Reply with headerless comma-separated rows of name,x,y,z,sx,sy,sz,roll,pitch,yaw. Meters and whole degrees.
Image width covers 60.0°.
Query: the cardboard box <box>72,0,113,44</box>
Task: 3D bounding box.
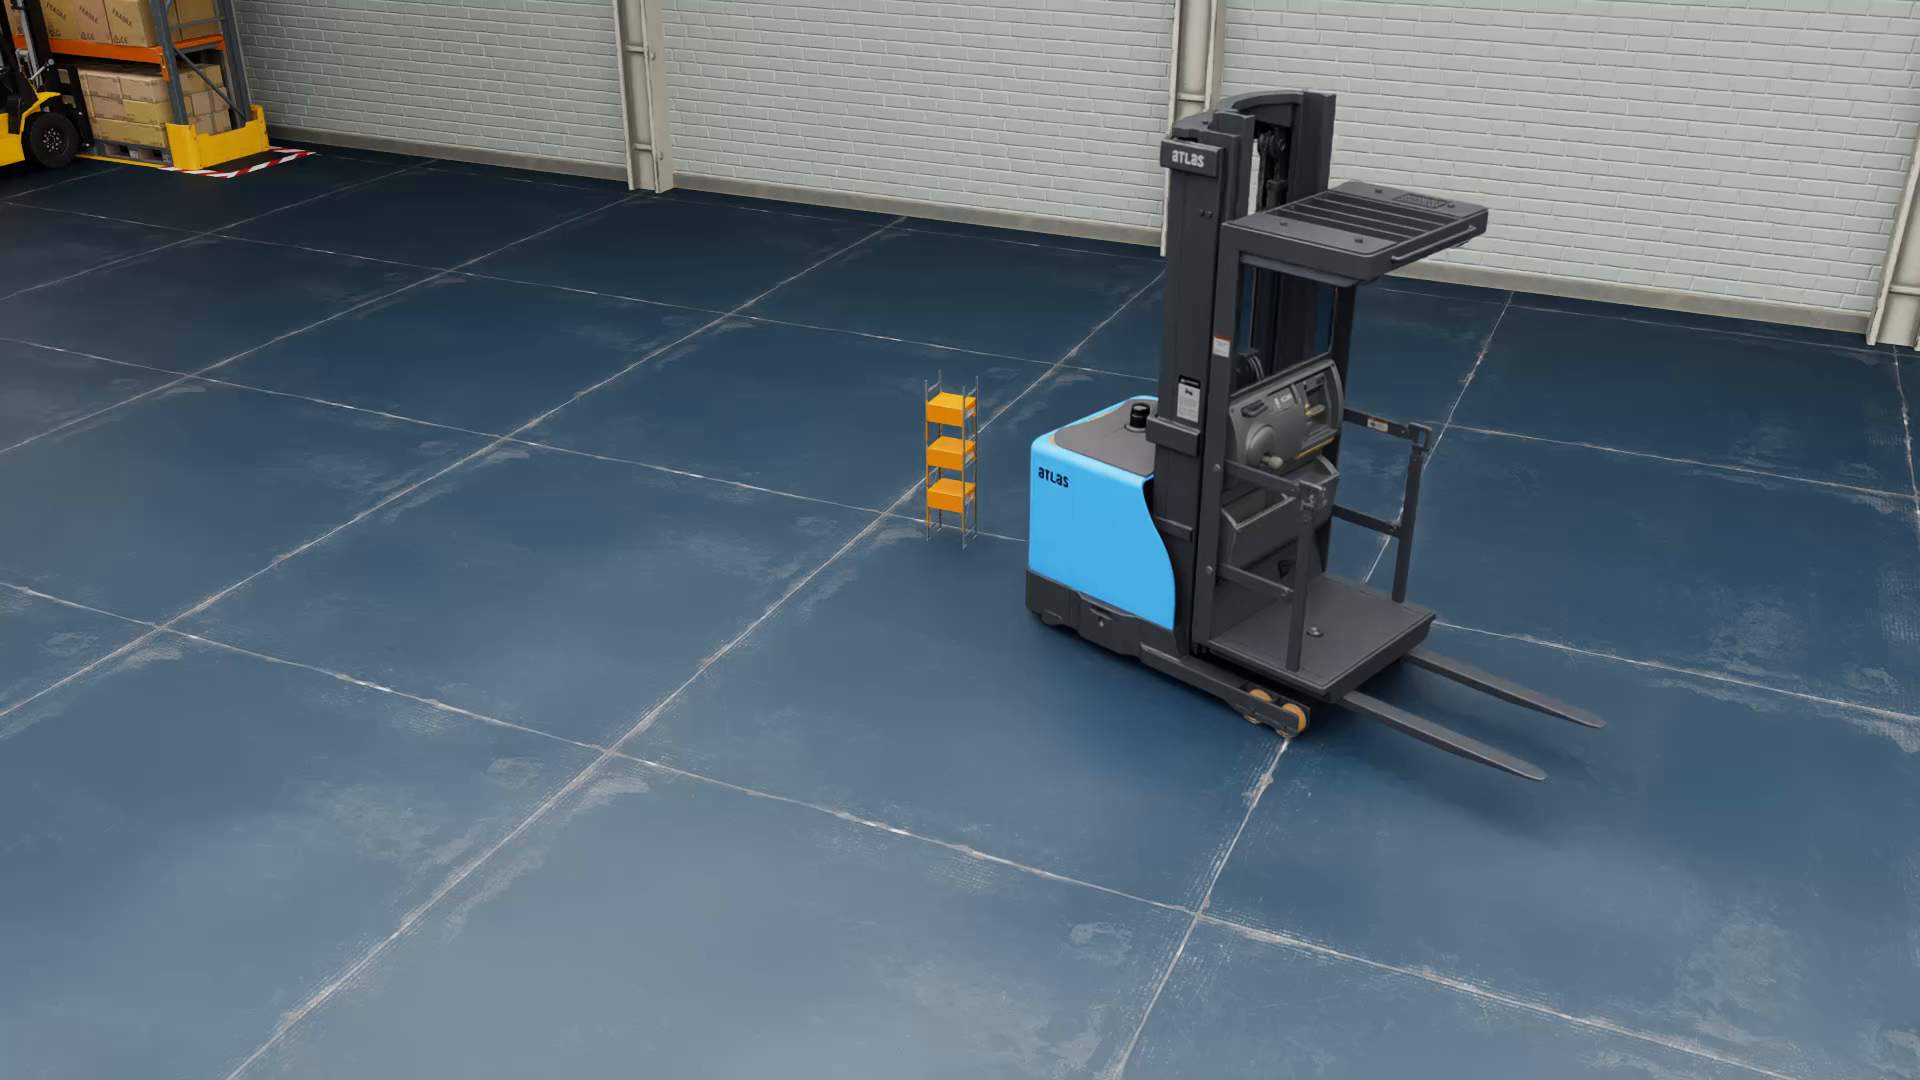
cardboard box,-9.557,-5.887,18.699,0.500,0.500,0.500,12,29,23

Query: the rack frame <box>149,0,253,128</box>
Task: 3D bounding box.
rack frame,-8.531,-5.760,18.553,0.127,3.000,1.000,11,28,22

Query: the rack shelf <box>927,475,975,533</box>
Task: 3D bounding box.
rack shelf,-0.049,-0.222,10.165,0.240,0.259,0.215,11,28,22

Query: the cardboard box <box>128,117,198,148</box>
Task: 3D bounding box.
cardboard box,-9.090,-4.673,18.984,0.500,0.250,0.500,12,28,22

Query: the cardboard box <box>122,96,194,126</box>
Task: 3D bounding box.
cardboard box,-9.104,-4.902,18.882,0.500,0.250,0.500,11,28,21

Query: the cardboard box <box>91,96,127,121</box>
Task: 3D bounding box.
cardboard box,-9.556,-4.998,19.077,0.500,0.250,0.500,11,28,21

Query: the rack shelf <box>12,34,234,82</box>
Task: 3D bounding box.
rack shelf,-10.352,-5.803,19.454,4.000,0.370,1.077,11,28,22

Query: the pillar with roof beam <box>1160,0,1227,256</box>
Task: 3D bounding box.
pillar with roof beam,0.349,-5.016,10.250,0.400,9.000,9.100,11,28,22

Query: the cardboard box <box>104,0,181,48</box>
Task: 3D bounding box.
cardboard box,-9.088,-5.789,18.499,0.500,0.500,0.500,11,28,21

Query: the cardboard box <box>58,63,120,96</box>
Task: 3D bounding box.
cardboard box,-10.010,-5.301,19.127,0.500,0.250,0.500,12,29,22

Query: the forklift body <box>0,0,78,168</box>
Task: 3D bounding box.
forklift body,-11.013,-4.992,17.954,1.214,2.155,2.313,11,28,22

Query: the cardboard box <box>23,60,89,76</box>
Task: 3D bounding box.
cardboard box,-10.469,-5.397,19.321,0.500,0.250,0.500,11,28,21

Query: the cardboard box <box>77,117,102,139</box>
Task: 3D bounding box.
cardboard box,-9.990,-4.863,19.369,0.500,0.250,0.500,12,29,22

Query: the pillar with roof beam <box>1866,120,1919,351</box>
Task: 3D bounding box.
pillar with roof beam,5.811,-3.919,8.022,0.400,9.000,9.100,11,28,22

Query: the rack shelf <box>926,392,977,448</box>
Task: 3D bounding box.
rack shelf,-0.049,-0.726,9.917,0.240,0.259,0.215,11,28,22

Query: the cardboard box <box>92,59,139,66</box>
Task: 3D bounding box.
cardboard box,-9.798,-5.513,19.556,0.500,0.250,0.500,11,28,21

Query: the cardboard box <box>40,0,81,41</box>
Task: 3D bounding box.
cardboard box,-10.023,-5.981,18.889,0.500,0.500,0.500,11,28,21

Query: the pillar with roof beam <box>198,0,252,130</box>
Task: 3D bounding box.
pillar with roof beam,-10.574,-7.210,14.706,0.400,9.000,9.100,11,28,22

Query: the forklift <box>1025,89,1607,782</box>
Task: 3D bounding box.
forklift,1.777,-0.593,8.137,3.031,2.935,1.130,23,34,38

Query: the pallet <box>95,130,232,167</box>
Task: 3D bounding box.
pallet,-9.245,-4.632,19.418,1.213,0.211,1.003,11,28,22

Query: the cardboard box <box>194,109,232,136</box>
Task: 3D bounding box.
cardboard box,-8.898,-4.883,19.409,0.500,0.250,0.500,11,28,22

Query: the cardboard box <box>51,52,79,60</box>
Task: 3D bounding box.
cardboard box,-10.722,-5.698,19.932,0.500,0.250,0.500,12,28,22

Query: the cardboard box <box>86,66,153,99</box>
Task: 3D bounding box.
cardboard box,-9.547,-5.213,18.947,0.500,0.250,0.500,12,29,23

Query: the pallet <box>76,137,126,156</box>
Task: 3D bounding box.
pallet,-10.352,-4.855,19.873,1.213,0.211,1.003,11,28,22

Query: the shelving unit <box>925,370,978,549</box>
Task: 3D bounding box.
shelving unit,-0.049,-0.481,10.038,0.252,1.050,0.215,11,28,22

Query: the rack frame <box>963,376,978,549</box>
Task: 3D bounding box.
rack frame,0.062,-0.458,9.993,0.008,1.050,0.200,11,28,22

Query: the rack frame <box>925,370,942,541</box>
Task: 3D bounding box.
rack frame,-0.160,-0.503,10.083,0.008,1.050,0.200,11,28,22

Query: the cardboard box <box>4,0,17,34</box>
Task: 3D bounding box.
cardboard box,-10.934,-6.169,19.271,0.500,0.500,0.500,11,28,21

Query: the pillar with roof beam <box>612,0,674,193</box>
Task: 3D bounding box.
pillar with roof beam,-5.112,-6.113,12.478,0.400,9.000,9.100,11,28,22

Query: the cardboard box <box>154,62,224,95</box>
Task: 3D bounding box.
cardboard box,-8.891,-5.327,19.179,0.500,0.250,0.500,11,28,21

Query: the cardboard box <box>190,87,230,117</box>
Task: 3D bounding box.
cardboard box,-8.874,-5.108,19.301,0.500,0.250,0.500,12,29,23

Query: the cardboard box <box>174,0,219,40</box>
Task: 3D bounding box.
cardboard box,-8.867,-6.007,18.941,0.500,0.500,0.500,12,29,23

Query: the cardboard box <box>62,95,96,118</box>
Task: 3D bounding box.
cardboard box,-10.035,-5.084,19.252,0.500,0.250,0.500,11,28,21

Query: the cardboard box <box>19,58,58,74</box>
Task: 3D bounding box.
cardboard box,-10.943,-5.496,19.522,0.500,0.250,0.500,12,29,24

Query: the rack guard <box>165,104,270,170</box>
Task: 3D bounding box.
rack guard,-8.510,-4.634,19.096,0.348,0.500,1.175,11,28,22

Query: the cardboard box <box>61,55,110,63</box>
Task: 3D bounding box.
cardboard box,-10.261,-5.609,19.752,0.500,0.250,0.500,11,28,21

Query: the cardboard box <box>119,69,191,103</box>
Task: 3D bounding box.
cardboard box,-9.080,-5.122,18.763,0.500,0.250,0.500,12,29,24

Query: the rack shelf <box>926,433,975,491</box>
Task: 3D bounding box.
rack shelf,-0.049,-0.471,10.043,0.240,0.259,0.215,11,28,22

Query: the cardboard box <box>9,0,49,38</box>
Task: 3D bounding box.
cardboard box,-10.485,-6.069,19.067,0.500,0.500,0.500,12,28,22

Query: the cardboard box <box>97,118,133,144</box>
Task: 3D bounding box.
cardboard box,-9.539,-4.768,19.176,0.500,0.250,0.500,11,28,22

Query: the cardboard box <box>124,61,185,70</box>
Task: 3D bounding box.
cardboard box,-9.347,-5.417,19.362,0.500,0.250,0.500,11,28,22
